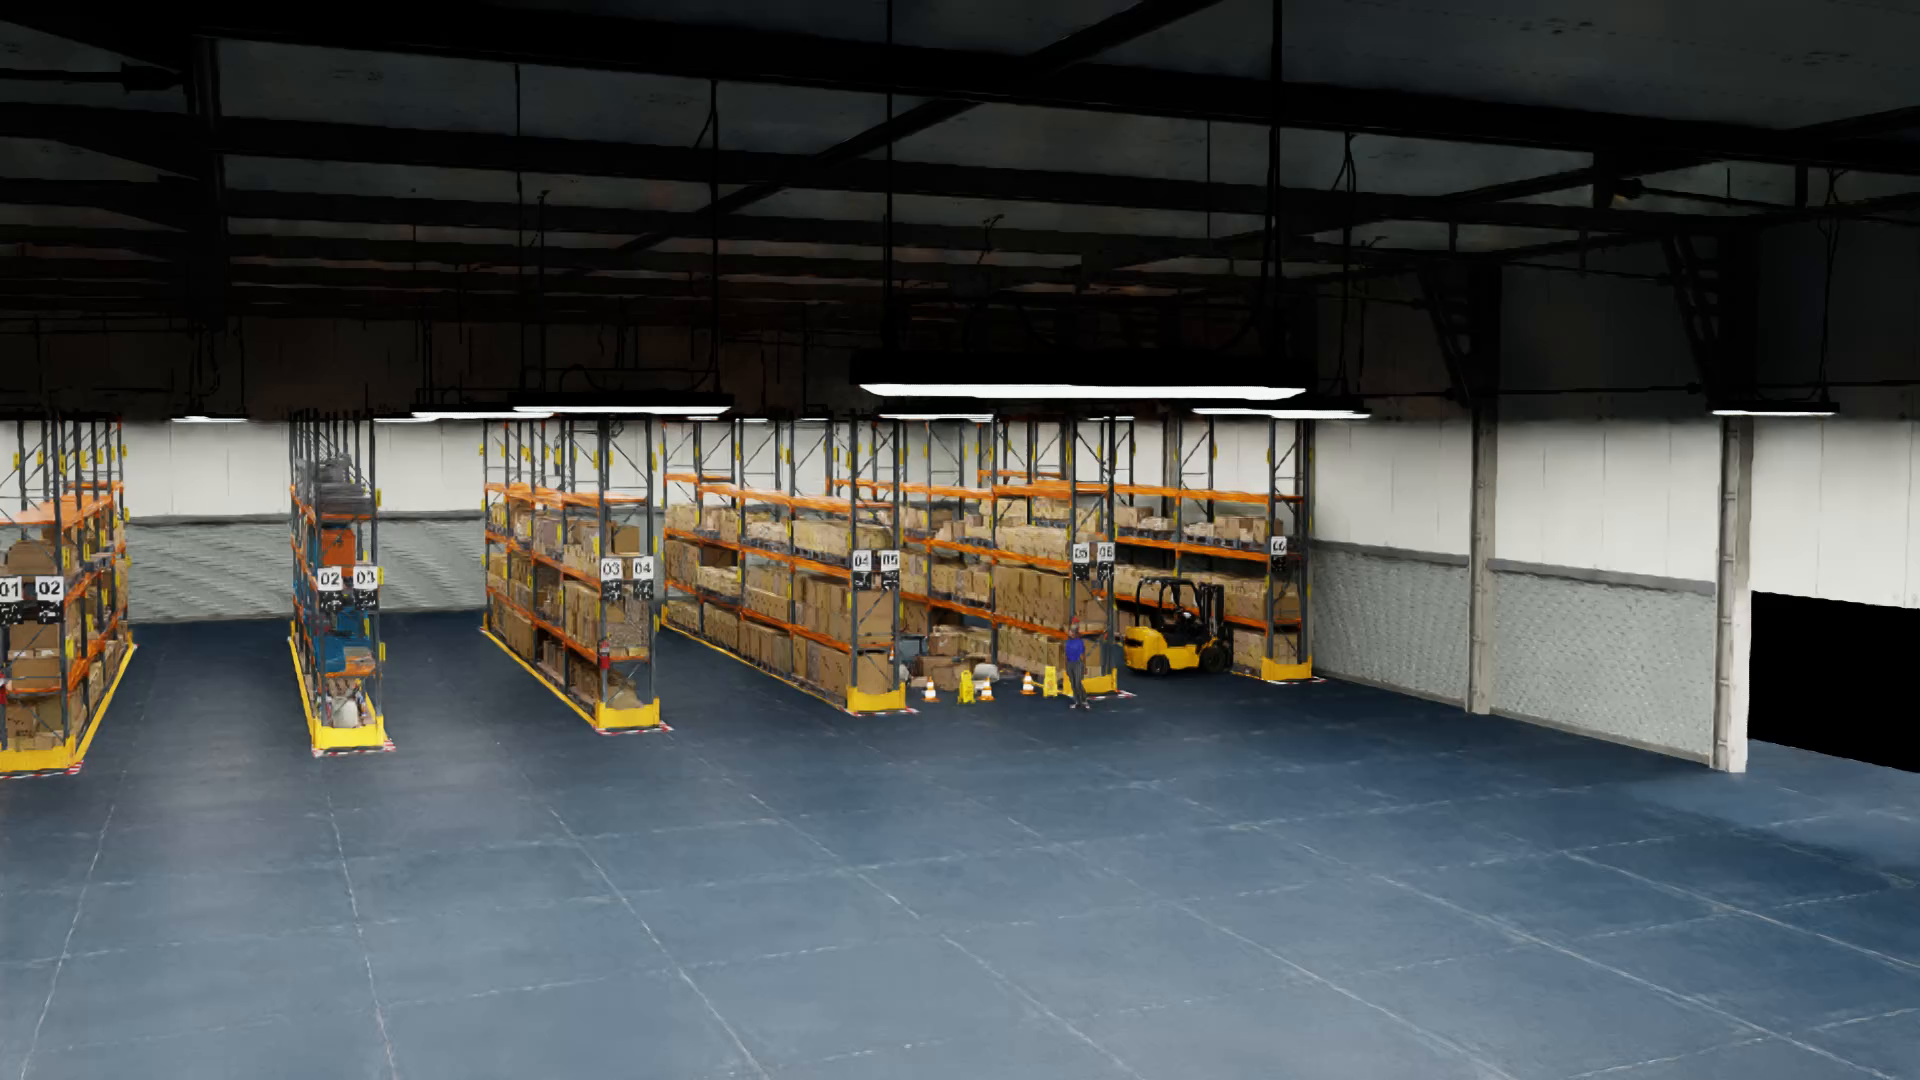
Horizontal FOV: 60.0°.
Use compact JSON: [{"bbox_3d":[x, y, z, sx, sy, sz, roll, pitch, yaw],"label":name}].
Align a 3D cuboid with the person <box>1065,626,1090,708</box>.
[{"bbox_3d":[2.348,2.551,33.378,0.564,1.652,0.357,3,5,40],"label":"person"}]
